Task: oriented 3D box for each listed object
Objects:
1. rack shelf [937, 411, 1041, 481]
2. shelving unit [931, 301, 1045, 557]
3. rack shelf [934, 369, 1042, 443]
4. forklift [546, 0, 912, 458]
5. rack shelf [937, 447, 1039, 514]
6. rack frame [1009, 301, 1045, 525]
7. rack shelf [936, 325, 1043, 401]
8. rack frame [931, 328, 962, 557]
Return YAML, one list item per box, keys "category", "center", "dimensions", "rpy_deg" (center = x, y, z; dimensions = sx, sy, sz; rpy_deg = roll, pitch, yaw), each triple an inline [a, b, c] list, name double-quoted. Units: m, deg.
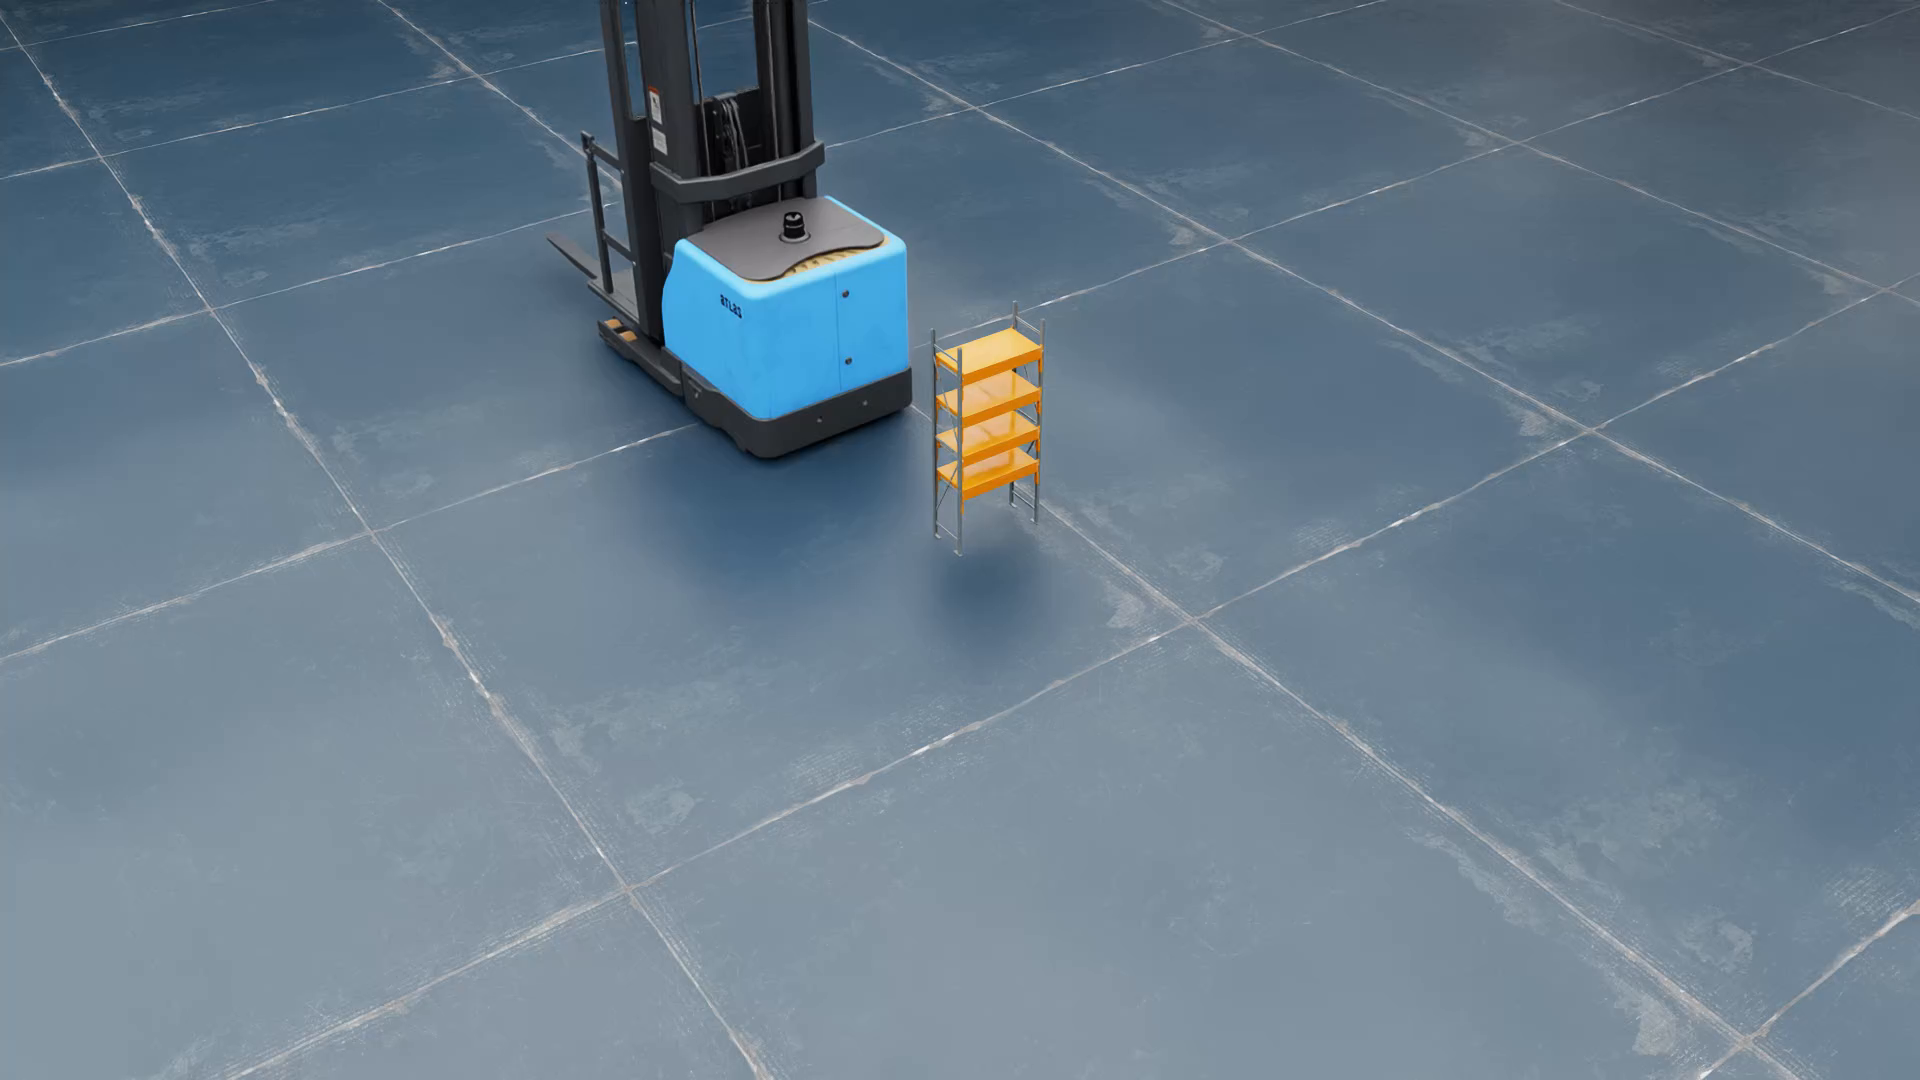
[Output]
- category: "rack shelf"
  center: [0.135, -0.488, 8.330]
  dimensions: [0.480, 0.148, 0.258]
  rpy_deg: [-22, 41, -28]
- category: "shelving unit"
  center: [0.135, -0.543, 8.290]
  dimensions: [0.503, 1.200, 0.258]
  rpy_deg: [-22, 41, -28]
- category: "rack shelf"
  center: [0.135, -0.670, 8.199]
  dimensions: [0.480, 0.148, 0.258]
  rpy_deg: [-22, 41, -28]
- category: "forklift"
  center: [-1.562, -2.444, 9.451]
  dimensions: [1.130, 2.935, 3.031]
  rpy_deg: [-24, 42, -29]
- category: "rack shelf"
  center: [0.135, -0.327, 8.446]
  dimensions: [0.480, 0.148, 0.258]
  rpy_deg: [-22, 41, -28]
- category: "rack frame"
  center: [0.335, -0.625, 8.405]
  dimensions: [0.015, 1.200, 0.240]
  rpy_deg: [-22, 41, -28]
- category: "rack shelf"
  center: [0.135, -0.862, 8.061]
  dimensions: [0.480, 0.148, 0.258]
  rpy_deg: [-22, 41, -28]
- category: "rack frame"
  center: [-0.064, -0.461, 8.176]
  dimensions: [0.015, 1.200, 0.240]
  rpy_deg: [-22, 41, -28]
